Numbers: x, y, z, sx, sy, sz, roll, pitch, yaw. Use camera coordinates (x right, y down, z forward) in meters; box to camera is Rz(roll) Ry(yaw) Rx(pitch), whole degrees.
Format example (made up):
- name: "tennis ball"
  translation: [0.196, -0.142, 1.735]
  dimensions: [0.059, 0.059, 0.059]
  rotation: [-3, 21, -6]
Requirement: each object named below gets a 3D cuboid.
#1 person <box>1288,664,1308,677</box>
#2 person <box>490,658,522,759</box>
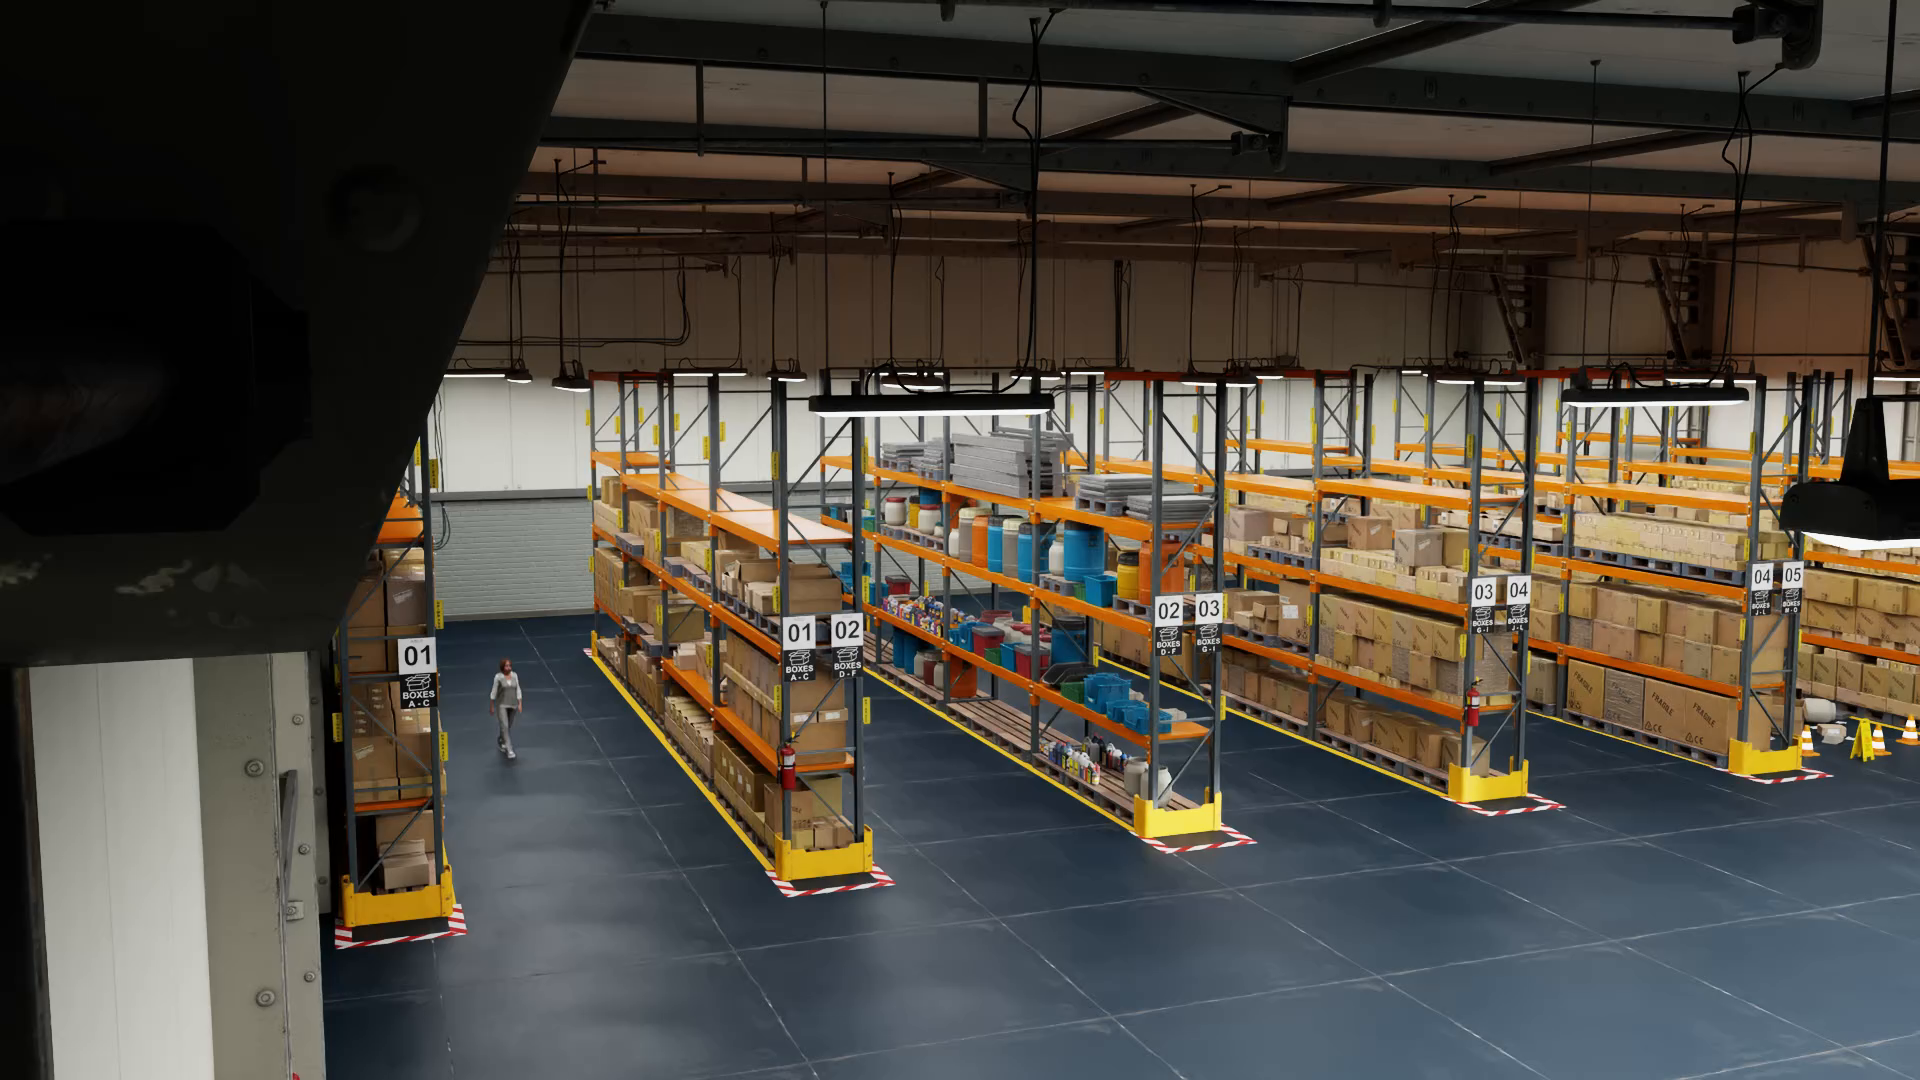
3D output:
- name: "person"
  translation: [6.393, 1.930, 31.590]
  dimensions: [0.584, 1.785, 0.536]
  rotation: [-1, 6, -8]
- name: "person"
  translation: [-7.114, 2.625, 26.160]
  dimensions: [0.452, 1.543, 0.969]
  rotation: [-6, 9, -43]
